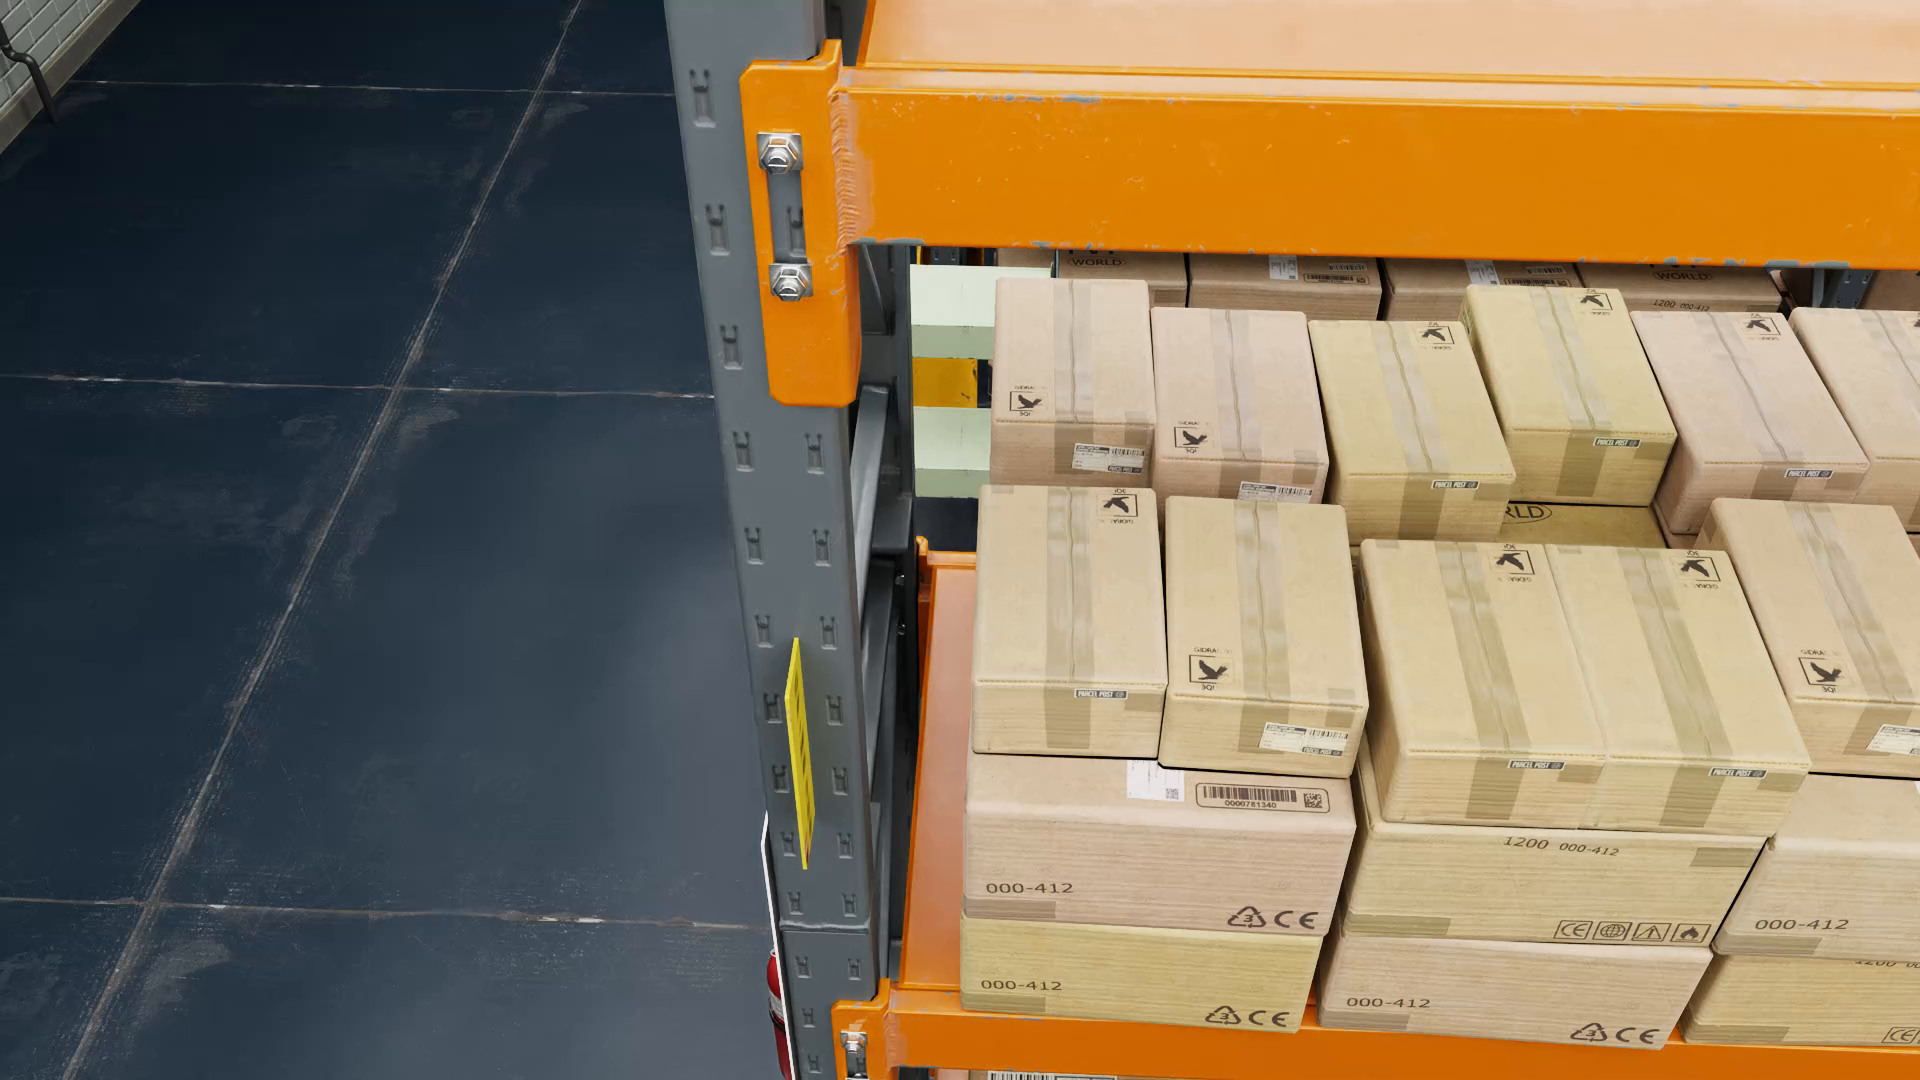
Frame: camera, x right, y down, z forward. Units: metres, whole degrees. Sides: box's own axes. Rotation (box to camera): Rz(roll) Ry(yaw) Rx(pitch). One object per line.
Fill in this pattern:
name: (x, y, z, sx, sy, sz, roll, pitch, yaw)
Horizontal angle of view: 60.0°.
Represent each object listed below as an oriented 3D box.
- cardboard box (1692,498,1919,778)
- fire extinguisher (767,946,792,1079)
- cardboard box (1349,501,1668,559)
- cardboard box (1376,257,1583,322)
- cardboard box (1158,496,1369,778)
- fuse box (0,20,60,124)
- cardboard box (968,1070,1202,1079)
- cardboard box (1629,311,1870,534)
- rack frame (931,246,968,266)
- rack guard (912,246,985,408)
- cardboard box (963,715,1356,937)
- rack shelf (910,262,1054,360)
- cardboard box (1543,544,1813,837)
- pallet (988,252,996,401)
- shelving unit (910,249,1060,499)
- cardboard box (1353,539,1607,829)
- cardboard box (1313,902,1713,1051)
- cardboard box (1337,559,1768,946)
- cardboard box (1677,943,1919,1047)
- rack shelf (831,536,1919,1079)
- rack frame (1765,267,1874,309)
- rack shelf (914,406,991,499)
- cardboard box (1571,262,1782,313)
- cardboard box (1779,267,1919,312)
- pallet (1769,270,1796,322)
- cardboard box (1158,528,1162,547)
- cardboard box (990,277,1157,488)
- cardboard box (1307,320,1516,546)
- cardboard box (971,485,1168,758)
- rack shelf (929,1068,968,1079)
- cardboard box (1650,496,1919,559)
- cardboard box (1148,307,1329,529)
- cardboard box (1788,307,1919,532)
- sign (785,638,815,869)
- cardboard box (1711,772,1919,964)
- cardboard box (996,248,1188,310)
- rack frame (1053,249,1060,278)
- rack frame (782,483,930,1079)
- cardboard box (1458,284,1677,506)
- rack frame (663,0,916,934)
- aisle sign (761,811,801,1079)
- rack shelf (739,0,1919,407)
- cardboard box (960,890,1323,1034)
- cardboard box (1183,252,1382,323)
cardboard box: (1.172, 0.125, 2.250, 0.250, 0.149, 0.380, 3, 43, 3)
fire extinguisher: (-0.399, 1.152, 4.228, 0.183, 0.674, 0.296, 2, 43, 2)
cardboard box: (0.815, -0.060, 2.742, 0.500, 0.250, 0.500, 1, 43, 1)
cardboard box: (2.433, -1.277, 8.077, 0.875, 0.438, 0.875, 1, 43, 1)
cardboard box: (0.399, 0.123, 2.253, 0.250, 0.149, 0.380, 3, 43, 4)
fuse box: (-5.439, -3.176, 9.489, 0.414, 1.711, 0.539, 2, 43, 2)
cardboard box: (0.269, 0.993, 3.044, 0.500, 0.500, 0.500, 2, 43, 2)
cardboard box: (1.195, -0.187, 2.585, 0.250, 0.149, 0.380, 1, 43, 1)
rack frame: (-0.046, -2.064, 7.350, 0.127, 3.000, 1.000, 2, 43, 2)
rack guard: (-0.070, -1.150, 8.203, 0.348, 0.500, 1.175, 2, 43, 2)
cardboard box: (0.269, 0.275, 2.382, 0.500, 0.250, 0.500, 2, 43, 3)
rack shelf: (0.007, -0.834, 6.558, 0.720, 0.370, 0.431, 2, 43, 2)
cardboard box: (0.910, 0.189, 2.182, 0.250, 0.149, 0.380, 2, 43, 2)
pallet: (0.757, -1.072, 8.332, 1.213, 0.211, 1.003, 2, 43, 2)
shelving unit: (0.007, -0.549, 6.824, 0.755, 1.500, 0.431, 2, 43, 2)
cardboard box: (0.667, 0.181, 2.190, 0.250, 0.149, 0.380, 2, 43, 2)
cardboard box: (0.795, 0.474, 2.535, 0.500, 0.250, 0.500, 3, 43, 3)
cardboard box: (0.781, 0.290, 2.366, 0.500, 0.250, 0.500, 1, 43, 1)
cardboard box: (1.310, 0.481, 2.528, 0.500, 0.250, 0.500, 0, 43, 1)
rack shelf: (1.830, 0.537, 2.886, 4.000, 0.370, 1.077, 2, 43, 2)
rack frame: (3.950, -1.941, 7.219, 0.127, 3.000, 1.000, 2, 43, 2)
rack shelf: (0.007, -0.310, 7.046, 0.720, 0.370, 0.431, 2, 43, 2)
cardboard box: (3.328, -1.250, 8.048, 0.875, 0.438, 0.875, 1, 43, 1)
cardboard box: (4.573, -1.353, 7.838, 0.875, 0.875, 0.875, 3, 43, 3)
pallet: (4.724, -0.949, 8.199, 1.213, 0.211, 1.003, 2, 43, 2)
cardboard box: (0.304, -0.075, 2.758, 0.500, 0.250, 0.500, 1, 43, 1)
cardboard box: (0.178, -0.252, 2.655, 0.250, 0.149, 0.380, 1, 43, 2)
cardboard box: (0.676, -0.170, 2.567, 0.250, 0.149, 0.380, 1, 43, 1)
cardboard box: (0.146, 0.103, 2.274, 0.250, 0.149, 0.380, 1, 43, 2)
rack shelf: (1.830, 1.634, 3.908, 4.000, 0.370, 1.077, 2, 43, 2)
cardboard box: (1.326, -0.043, 2.723, 0.500, 0.250, 0.500, 2, 43, 3)
cardboard box: (0.420, -0.192, 2.591, 0.250, 0.149, 0.380, 2, 43, 3)
cardboard box: (1.456, -0.191, 2.590, 0.250, 0.149, 0.380, 3, 43, 3)
sign: (-0.192, 0.262, 2.012, 0.005, 0.325, 0.100, 2, 43, 2)
cardboard box: (1.285, 0.313, 2.341, 0.500, 0.250, 0.500, 2, 43, 2)
cardboard box: (0.618, -1.328, 8.132, 0.875, 0.438, 0.875, 0, 43, 0)
rack frame: (0.372, -0.537, 6.812, 0.023, 1.500, 0.400, 2, 43, 2)
rack frame: (-0.168, 1.310, 3.729, 0.127, 3.000, 1.000, 2, 43, 2)
cardboard box: (0.945, -0.236, 2.638, 0.250, 0.149, 0.380, 2, 43, 3)
rack frame: (-0.168, -0.885, 1.684, 0.127, 3.000, 1.000, 2, 43, 2)
aisle sign: (-0.254, 0.560, 2.626, 0.004, 0.787, 0.394, 2, 43, 2)
rack shelf: (1.830, -0.560, 1.864, 4.000, 0.370, 1.077, 2, 43, 2)
cardboard box: (0.269, 0.455, 2.556, 0.500, 0.250, 0.500, 3, 43, 3)
cardboard box: (1.533, -1.306, 8.108, 0.875, 0.438, 0.875, 3, 43, 3)
